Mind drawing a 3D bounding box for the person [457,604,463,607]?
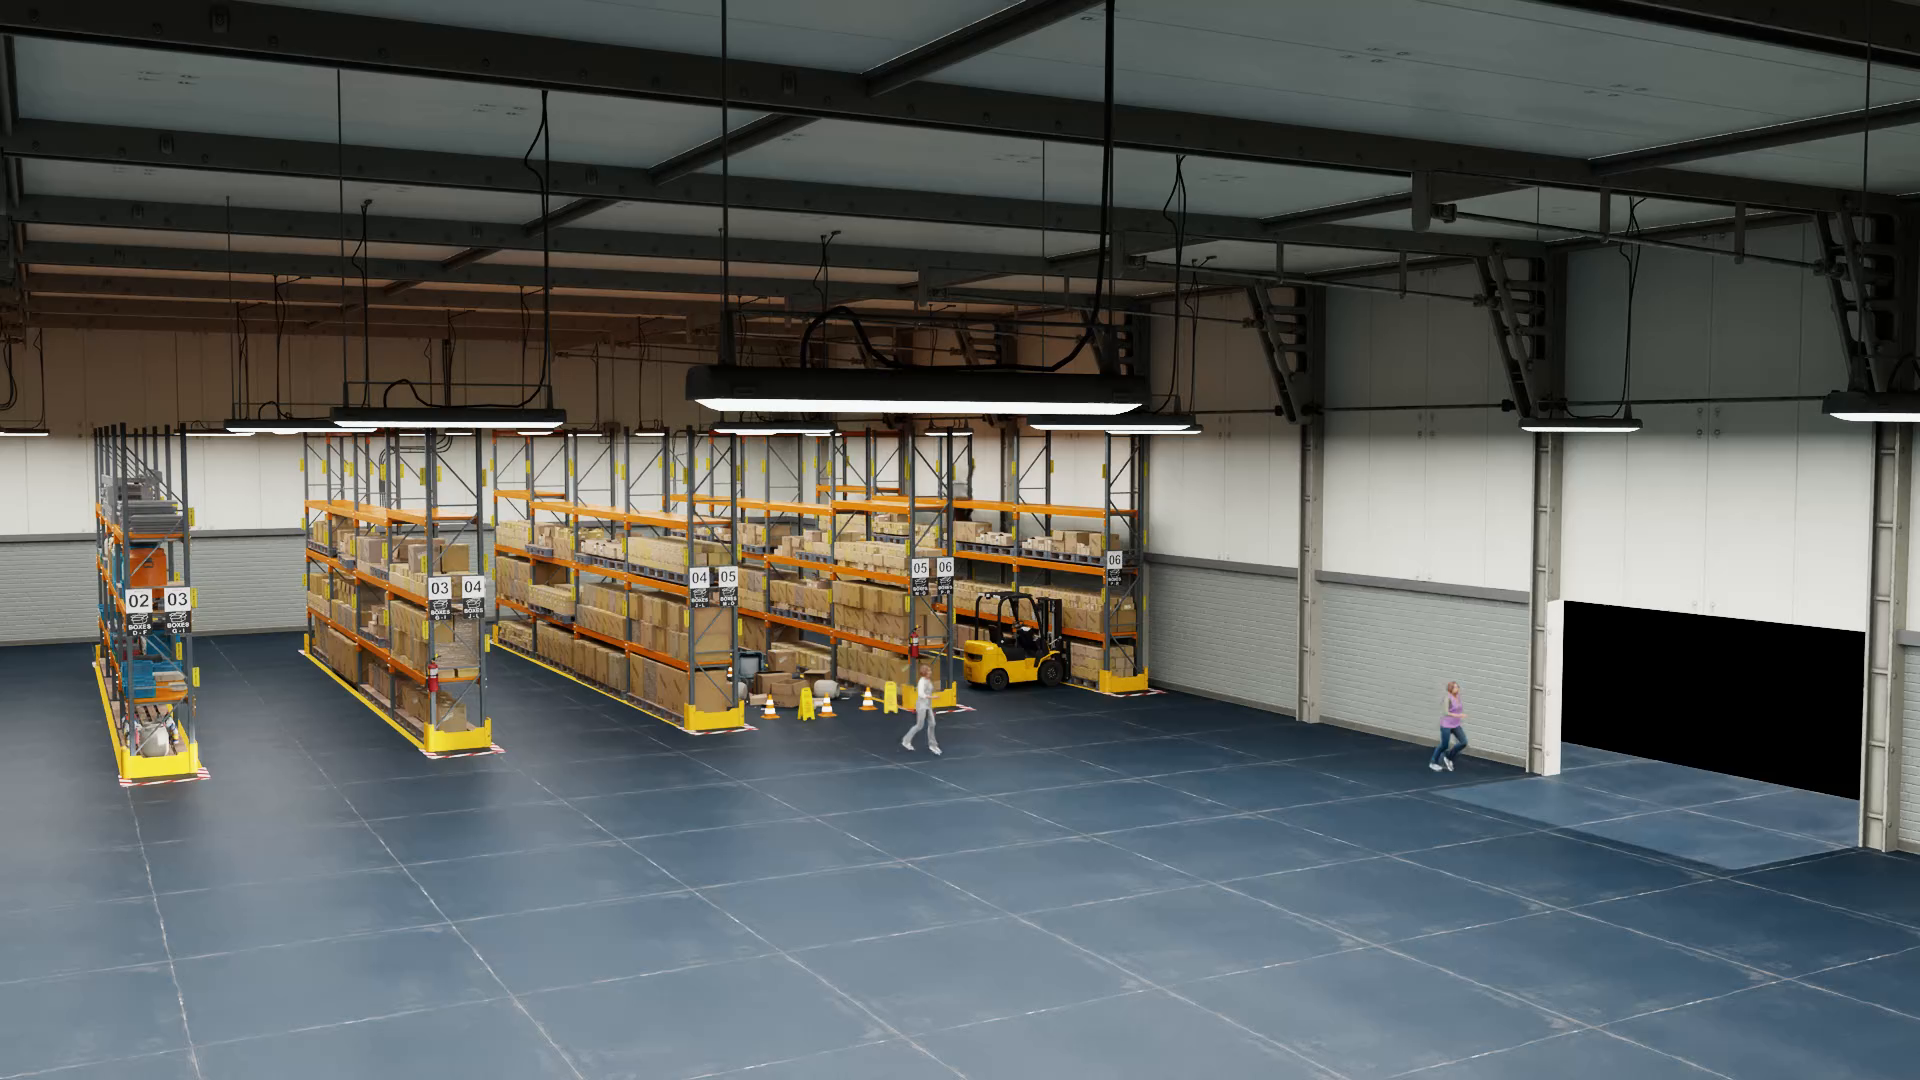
[{"bbox_3d":[-14.267,2.062,46.573,0.825,1.654,0.608,0,3,0],"label":"person"}]

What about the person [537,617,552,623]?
[{"bbox_3d":[-12.136,1.927,48.363,0.870,1.806,0.766,2,4,29],"label":"person"}]

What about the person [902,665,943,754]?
[{"bbox_3d":[-0.689,3.086,30.308,0.752,1.638,0.560,1,4,16],"label":"person"}]

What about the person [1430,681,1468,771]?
[{"bbox_3d":[8.426,3.195,28.498,0.528,1.545,0.717,-2,4,-35],"label":"person"}]
